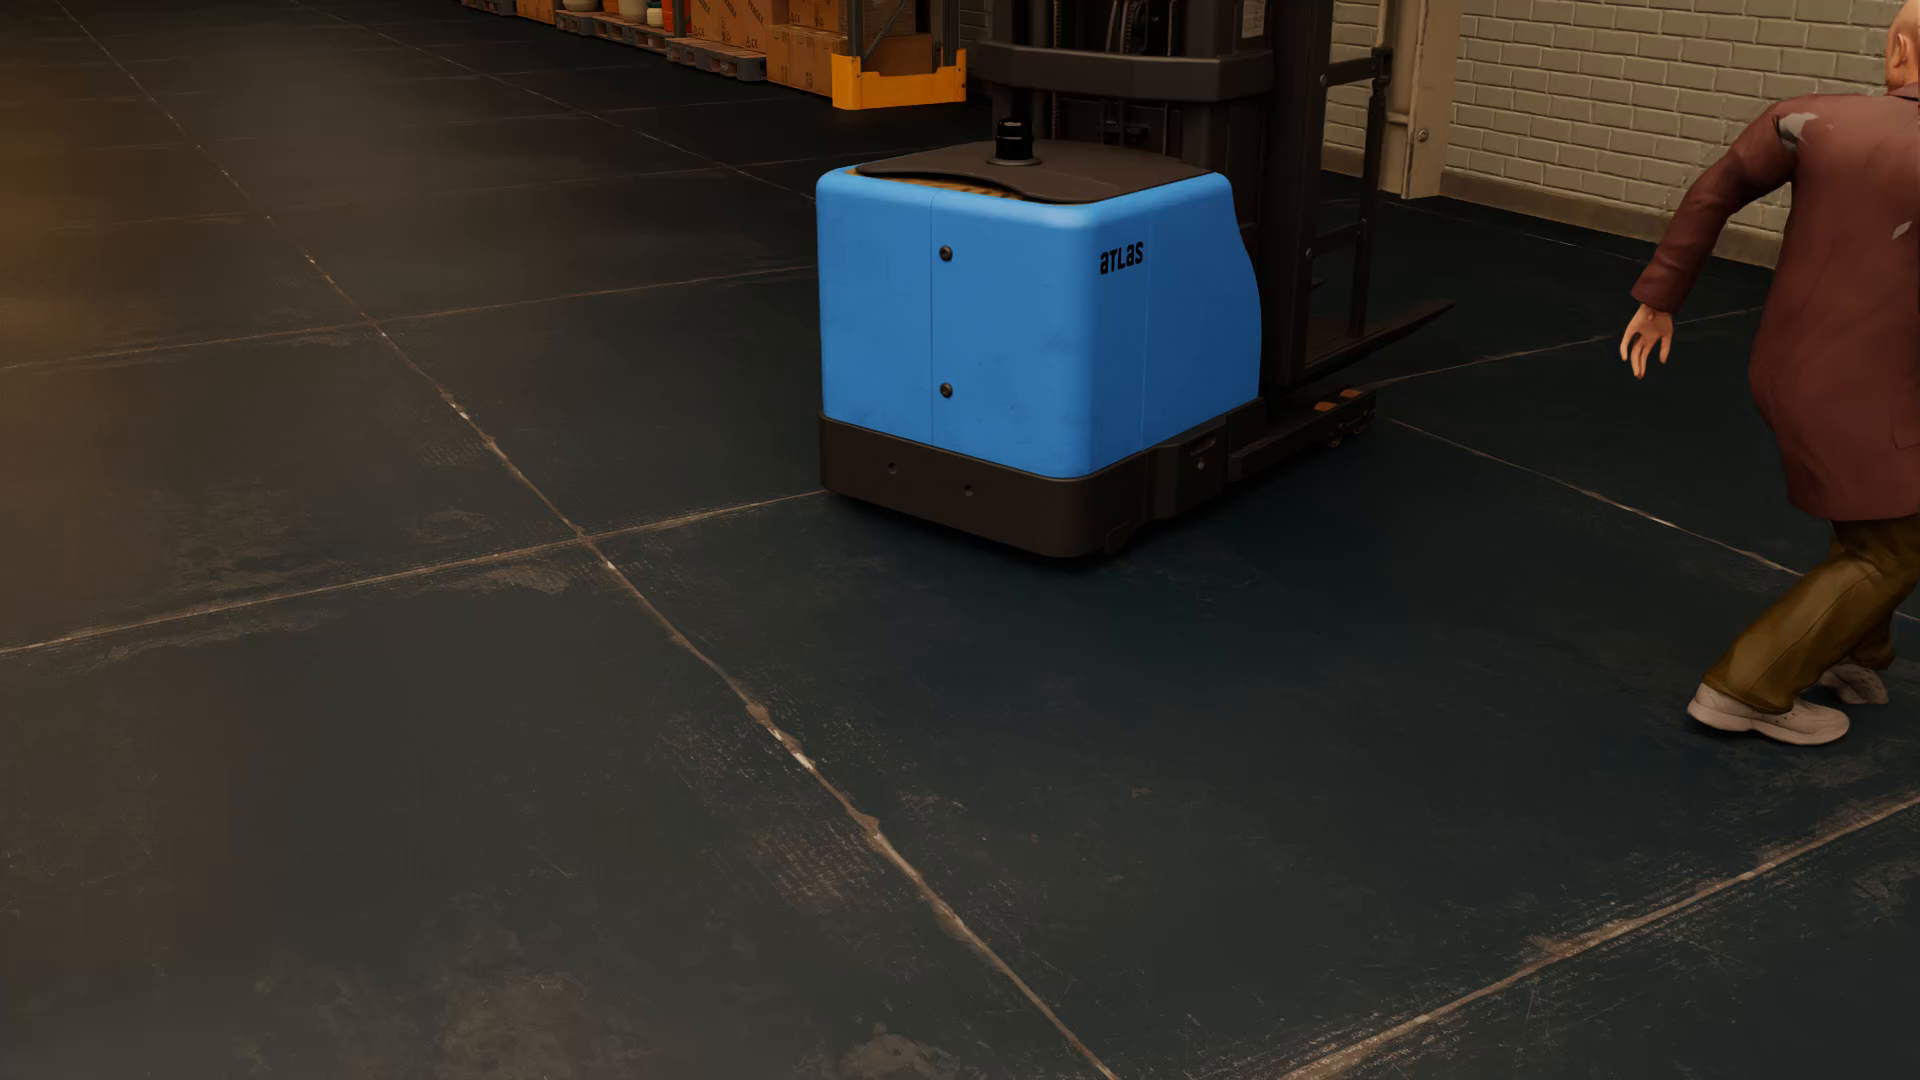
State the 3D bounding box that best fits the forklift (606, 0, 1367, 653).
[{"bbox_3d":[0.357,-1.554,5.060,1.130,2.935,3.031,17,28,36],"label":"forklift"}]
